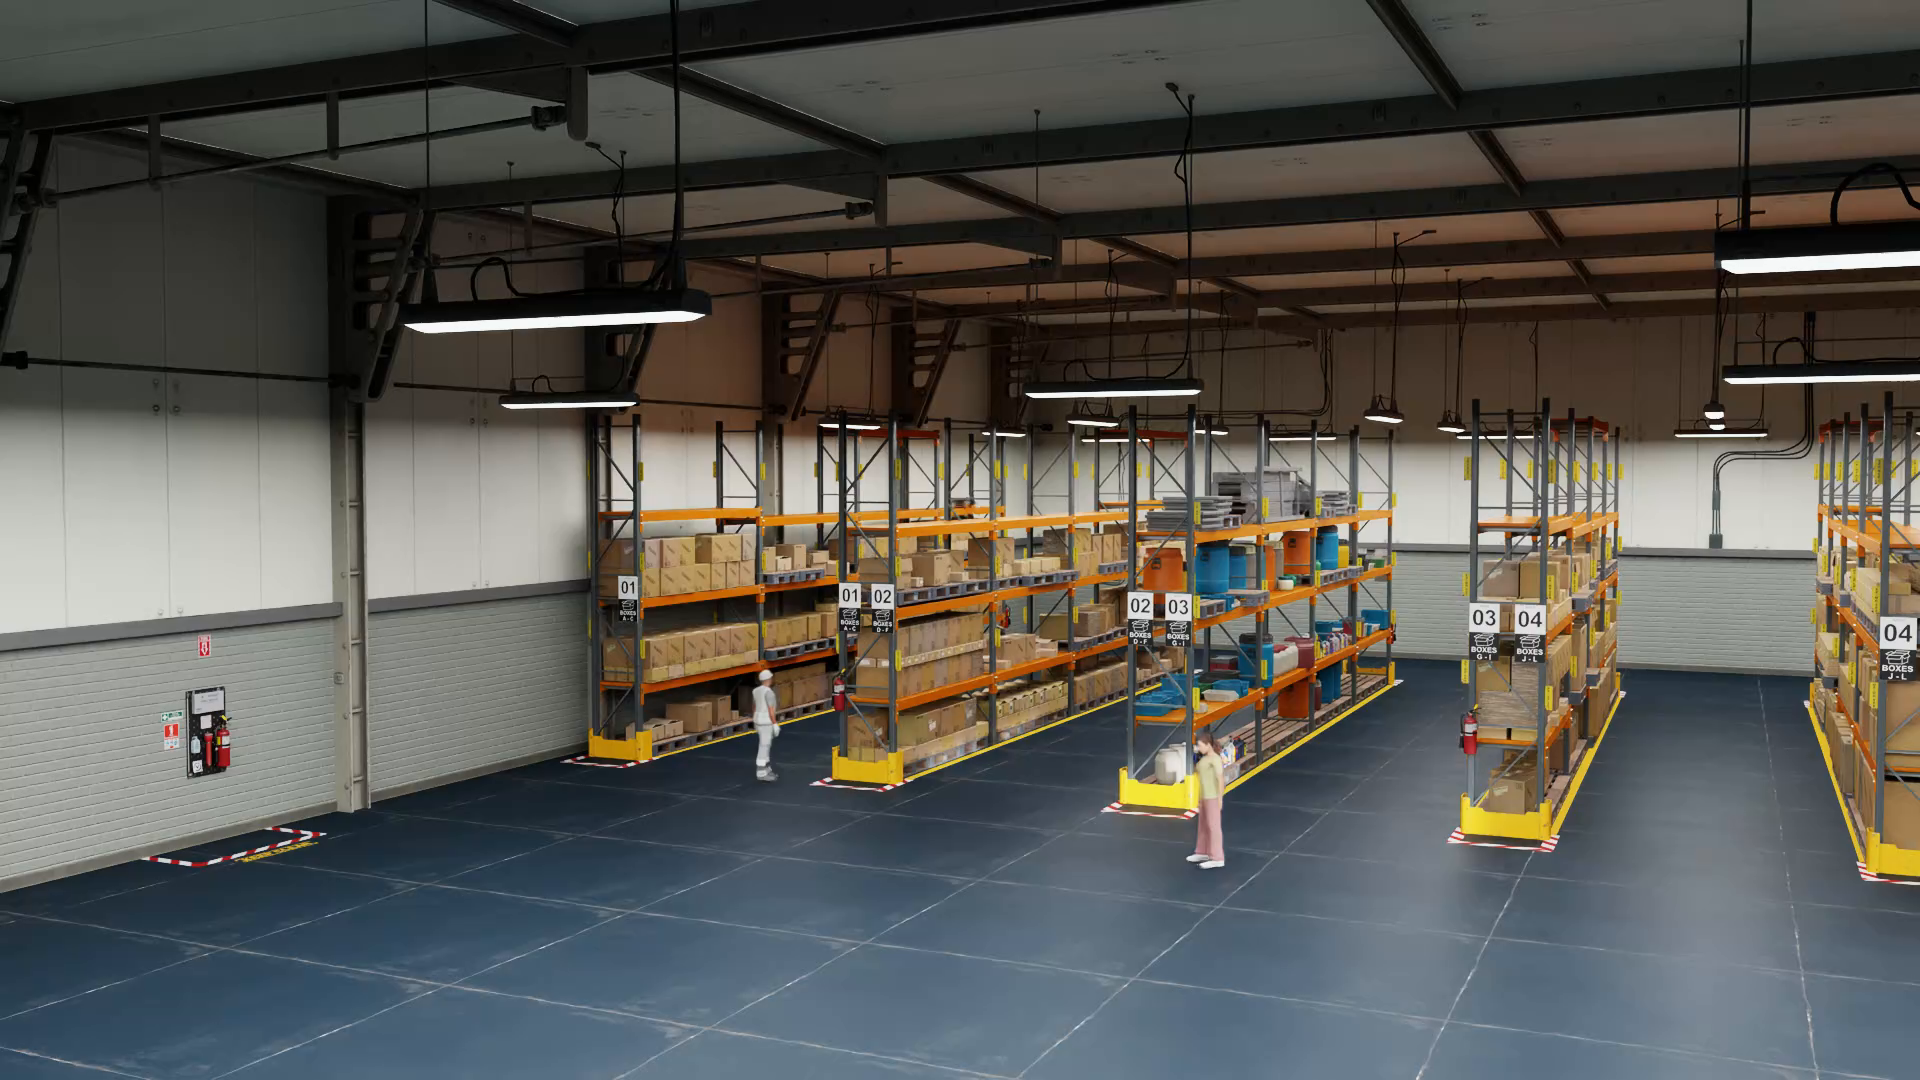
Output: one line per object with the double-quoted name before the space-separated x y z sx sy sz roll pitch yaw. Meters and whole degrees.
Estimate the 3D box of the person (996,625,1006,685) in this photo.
"person" 0.774 2.688 36.048 0.527 1.696 0.506 0 2 11

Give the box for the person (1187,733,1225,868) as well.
"person" 3.126 3.288 21.161 0.407 1.674 0.541 0 2 -12

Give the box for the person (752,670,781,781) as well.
"person" -3.098 3.008 27.004 0.485 1.811 0.616 -1 3 -24
